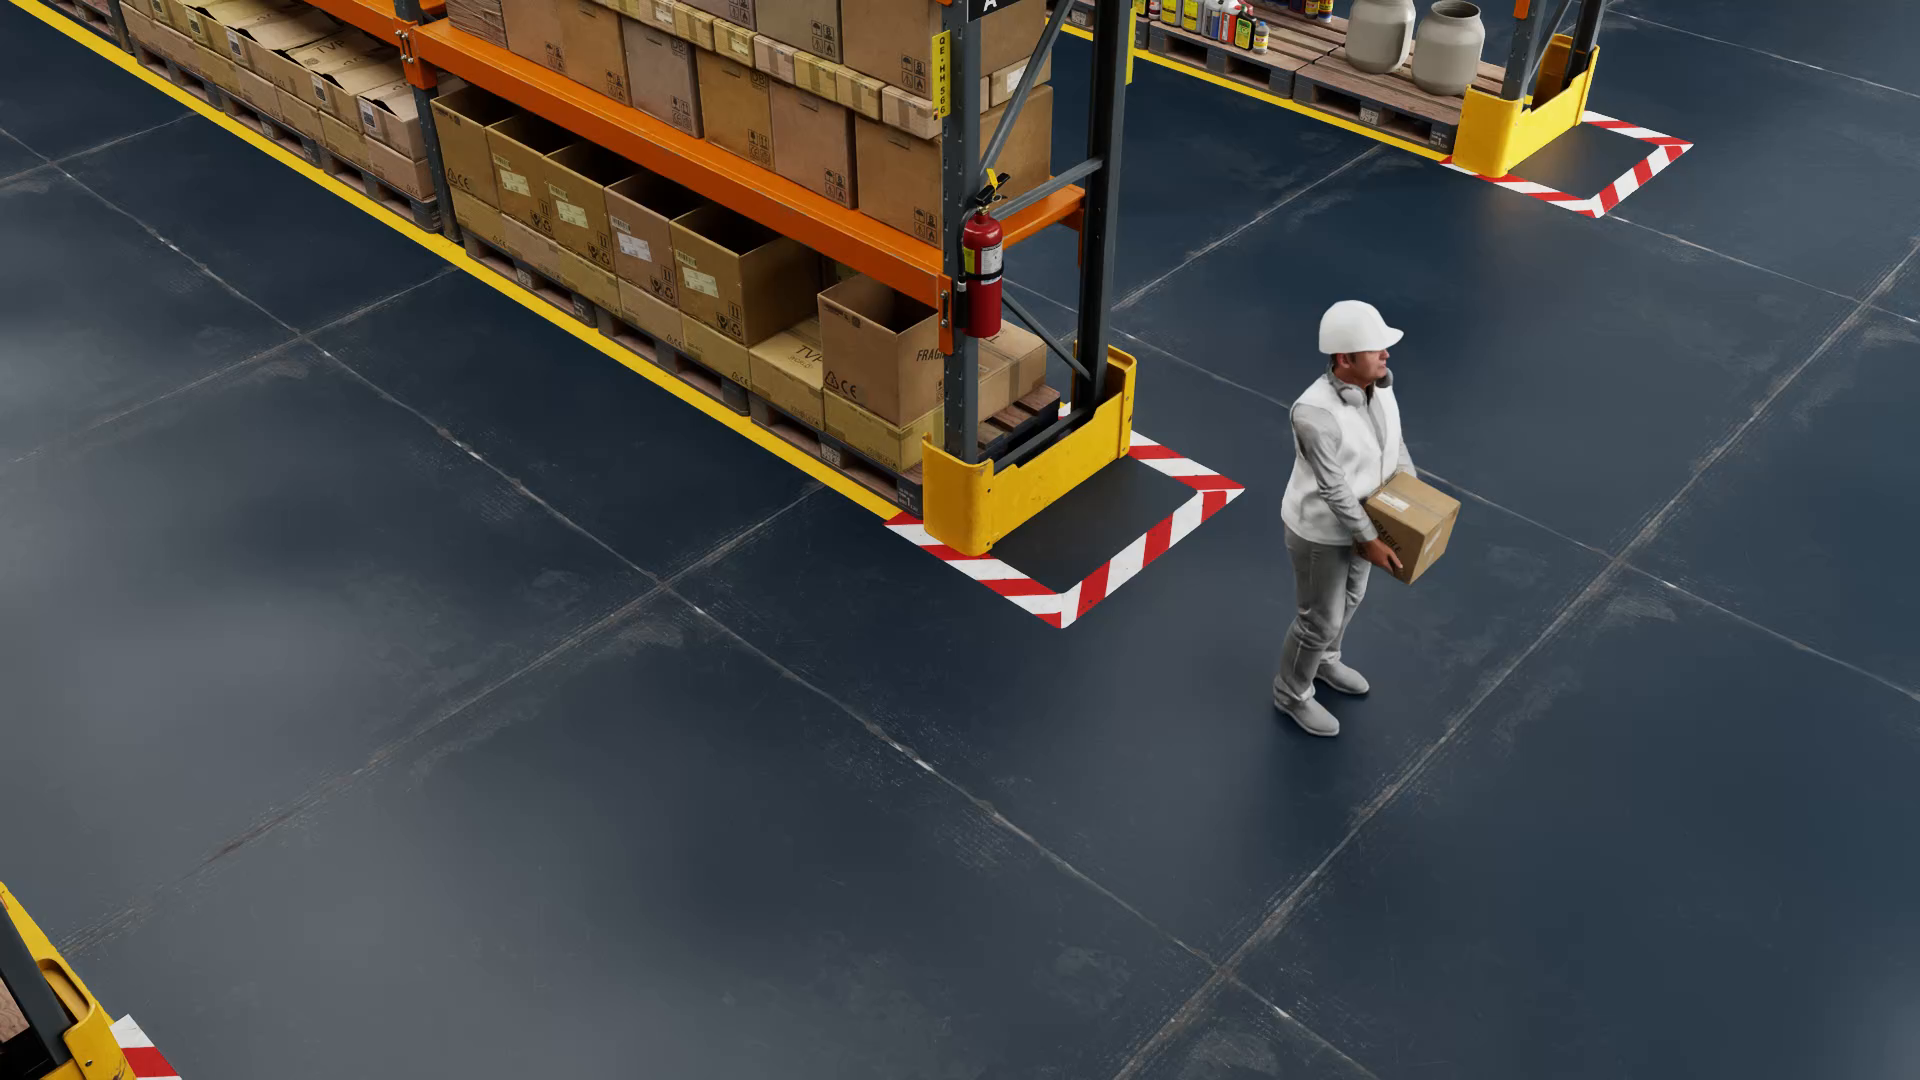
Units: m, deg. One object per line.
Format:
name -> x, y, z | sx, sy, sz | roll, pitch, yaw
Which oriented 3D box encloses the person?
person -> 1.481, -0.055, 6.200 | 0.548, 1.774, 0.501 | 30, 48, 31
